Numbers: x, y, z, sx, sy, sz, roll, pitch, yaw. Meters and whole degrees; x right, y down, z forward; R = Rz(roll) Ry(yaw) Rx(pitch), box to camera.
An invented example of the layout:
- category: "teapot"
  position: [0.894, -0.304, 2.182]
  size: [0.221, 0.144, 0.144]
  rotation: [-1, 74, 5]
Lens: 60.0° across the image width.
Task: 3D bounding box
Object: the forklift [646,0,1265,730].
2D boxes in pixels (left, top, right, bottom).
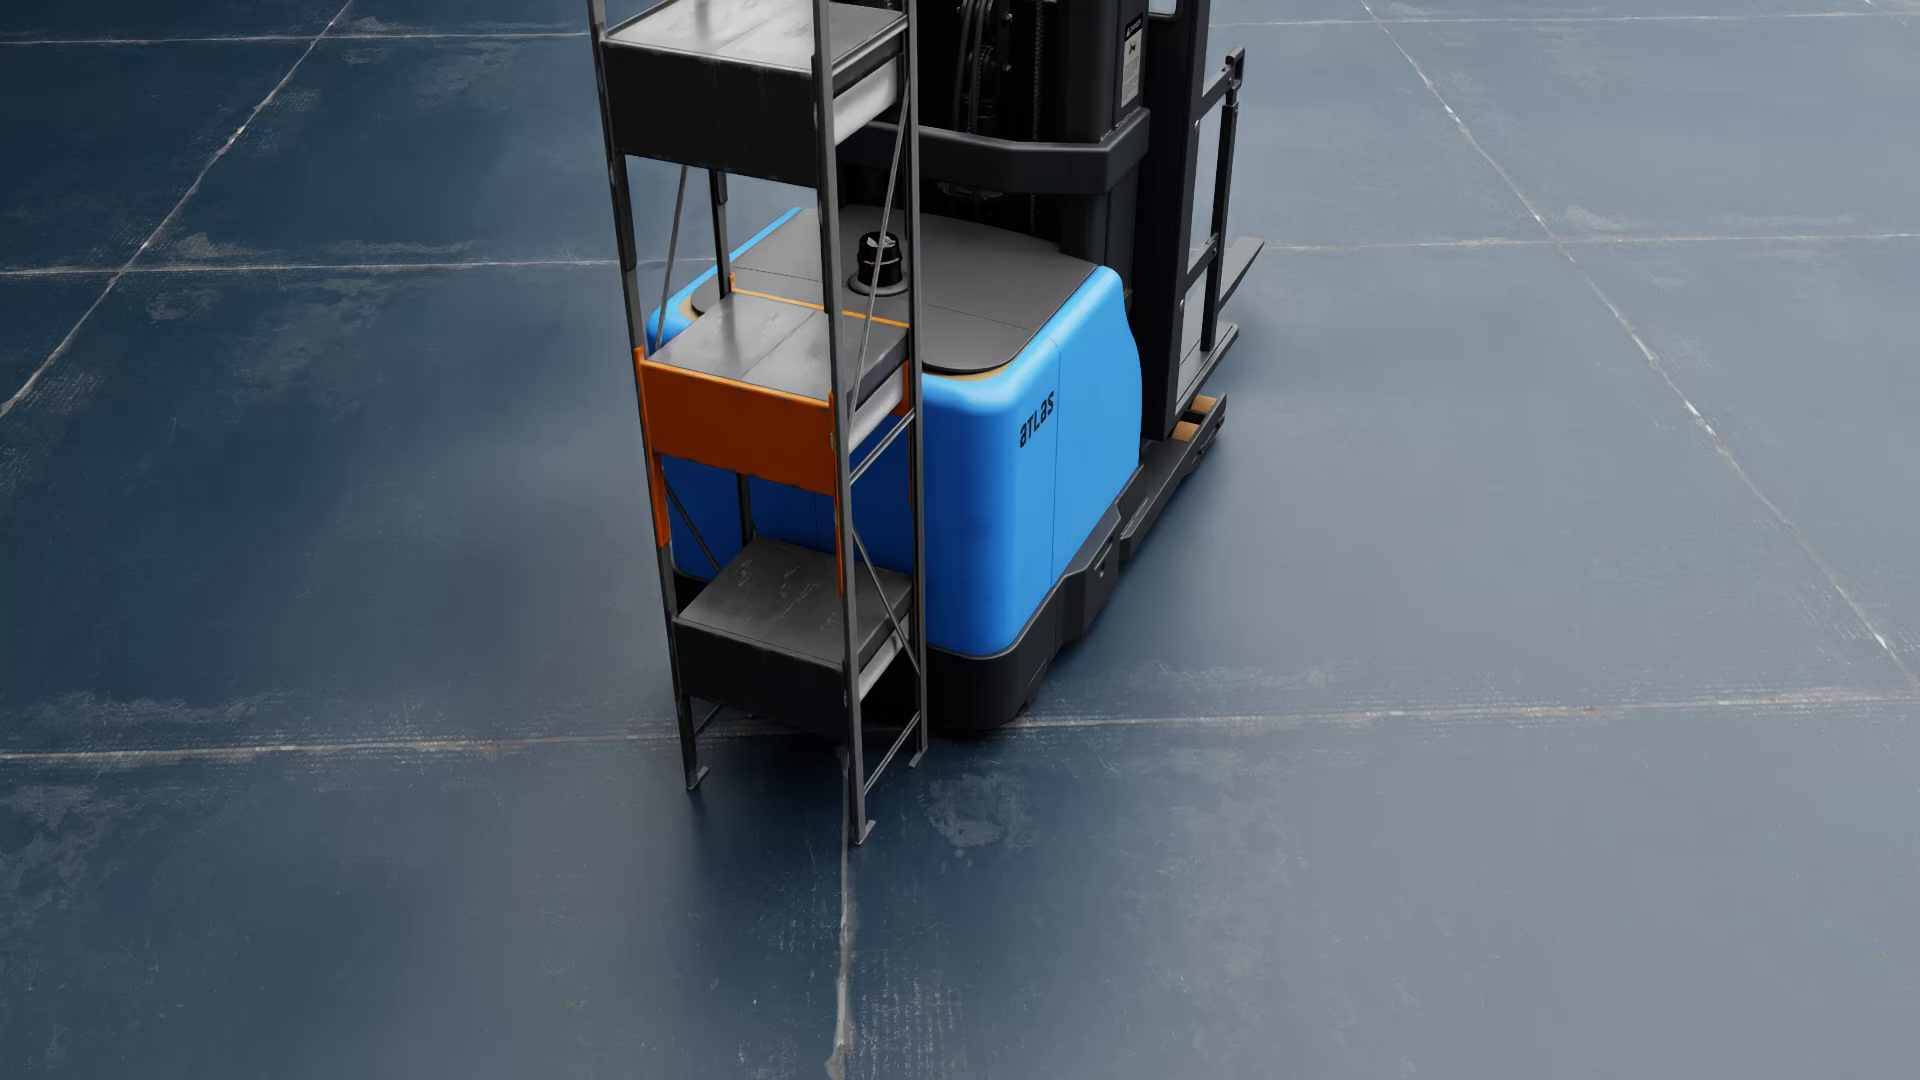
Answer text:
- category: "forklift"
  position: [0.265, -1.531, 4.886]
  size: [1.130, 2.935, 3.031]
  rotation: [15, 37, 20]

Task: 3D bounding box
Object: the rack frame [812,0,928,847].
- category: "rack frame"
  position: [-0.175, -0.203, 3.698]
  size: [0.015, 2.100, 0.400]
  rotation: [14, 37, 20]

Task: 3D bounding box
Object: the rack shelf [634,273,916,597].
- category: "rack shelf"
  position: [-0.398, -0.248, 3.787]
  size: [0.480, 0.518, 0.431]
  rotation: [14, 37, 20]

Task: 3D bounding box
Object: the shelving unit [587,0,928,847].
- category: "shelving unit"
  position: [-0.398, -0.259, 3.780]
  size: [0.503, 2.100, 0.431]
  rotation: [14, 37, 20]

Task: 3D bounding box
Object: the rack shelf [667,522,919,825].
- category: "rack shelf"
  position: [-0.398, 0.327, 4.186]
  size: [0.480, 0.518, 0.431]
  rotation: [14, 37, 20]

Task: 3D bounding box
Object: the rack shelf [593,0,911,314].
- category: "rack shelf"
  position: [-0.398, -0.824, 3.389]
  size: [0.480, 0.518, 0.431]
  rotation: [14, 37, 20]

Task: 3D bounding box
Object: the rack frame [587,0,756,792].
- category: "rack frame"
  position: [-0.621, -0.316, 3.861]
  size: [0.015, 2.100, 0.400]
  rotation: [14, 37, 20]
